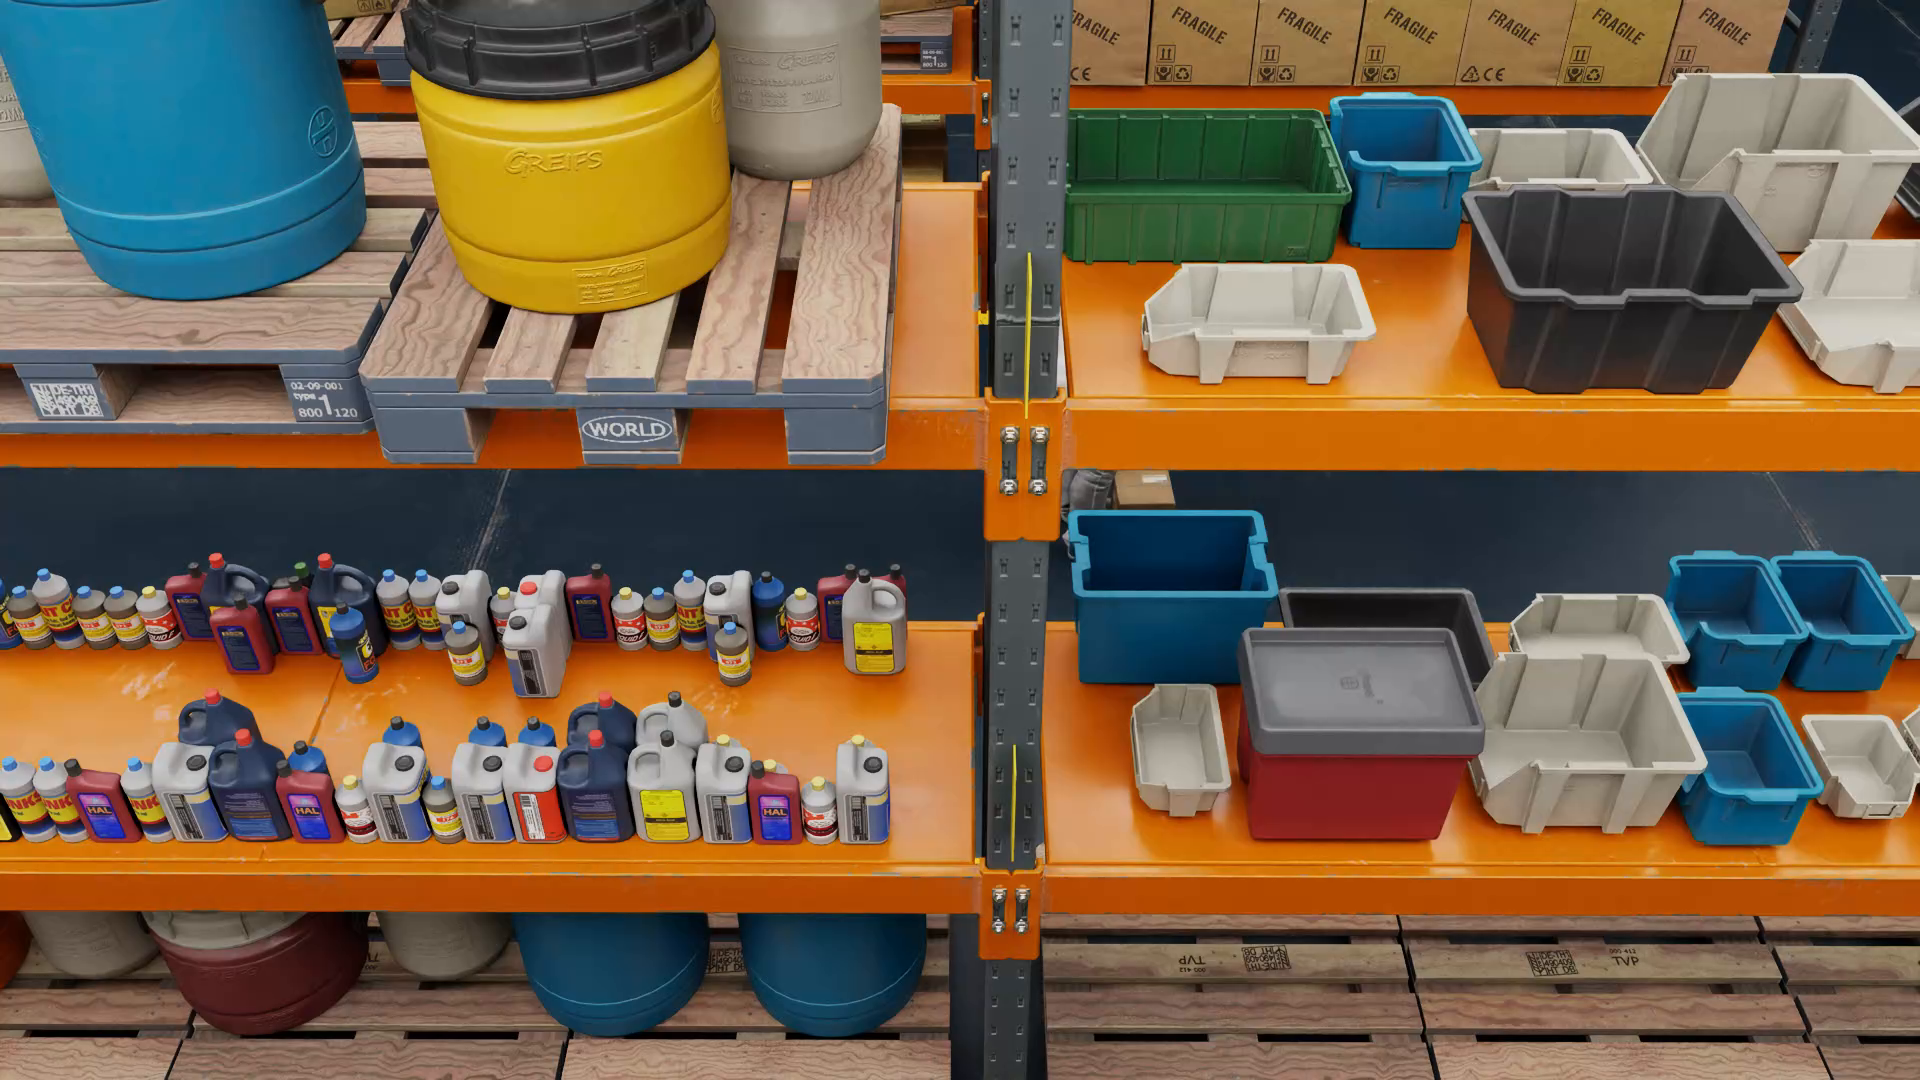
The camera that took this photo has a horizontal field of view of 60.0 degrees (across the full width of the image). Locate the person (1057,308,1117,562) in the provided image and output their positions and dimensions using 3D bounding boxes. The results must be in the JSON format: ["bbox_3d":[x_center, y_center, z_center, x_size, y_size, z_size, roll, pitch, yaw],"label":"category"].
[{"bbox_3d":[0.594,-0.720,7.022,0.460,1.755,0.629,-2,39,-3],"label":"person"}]
